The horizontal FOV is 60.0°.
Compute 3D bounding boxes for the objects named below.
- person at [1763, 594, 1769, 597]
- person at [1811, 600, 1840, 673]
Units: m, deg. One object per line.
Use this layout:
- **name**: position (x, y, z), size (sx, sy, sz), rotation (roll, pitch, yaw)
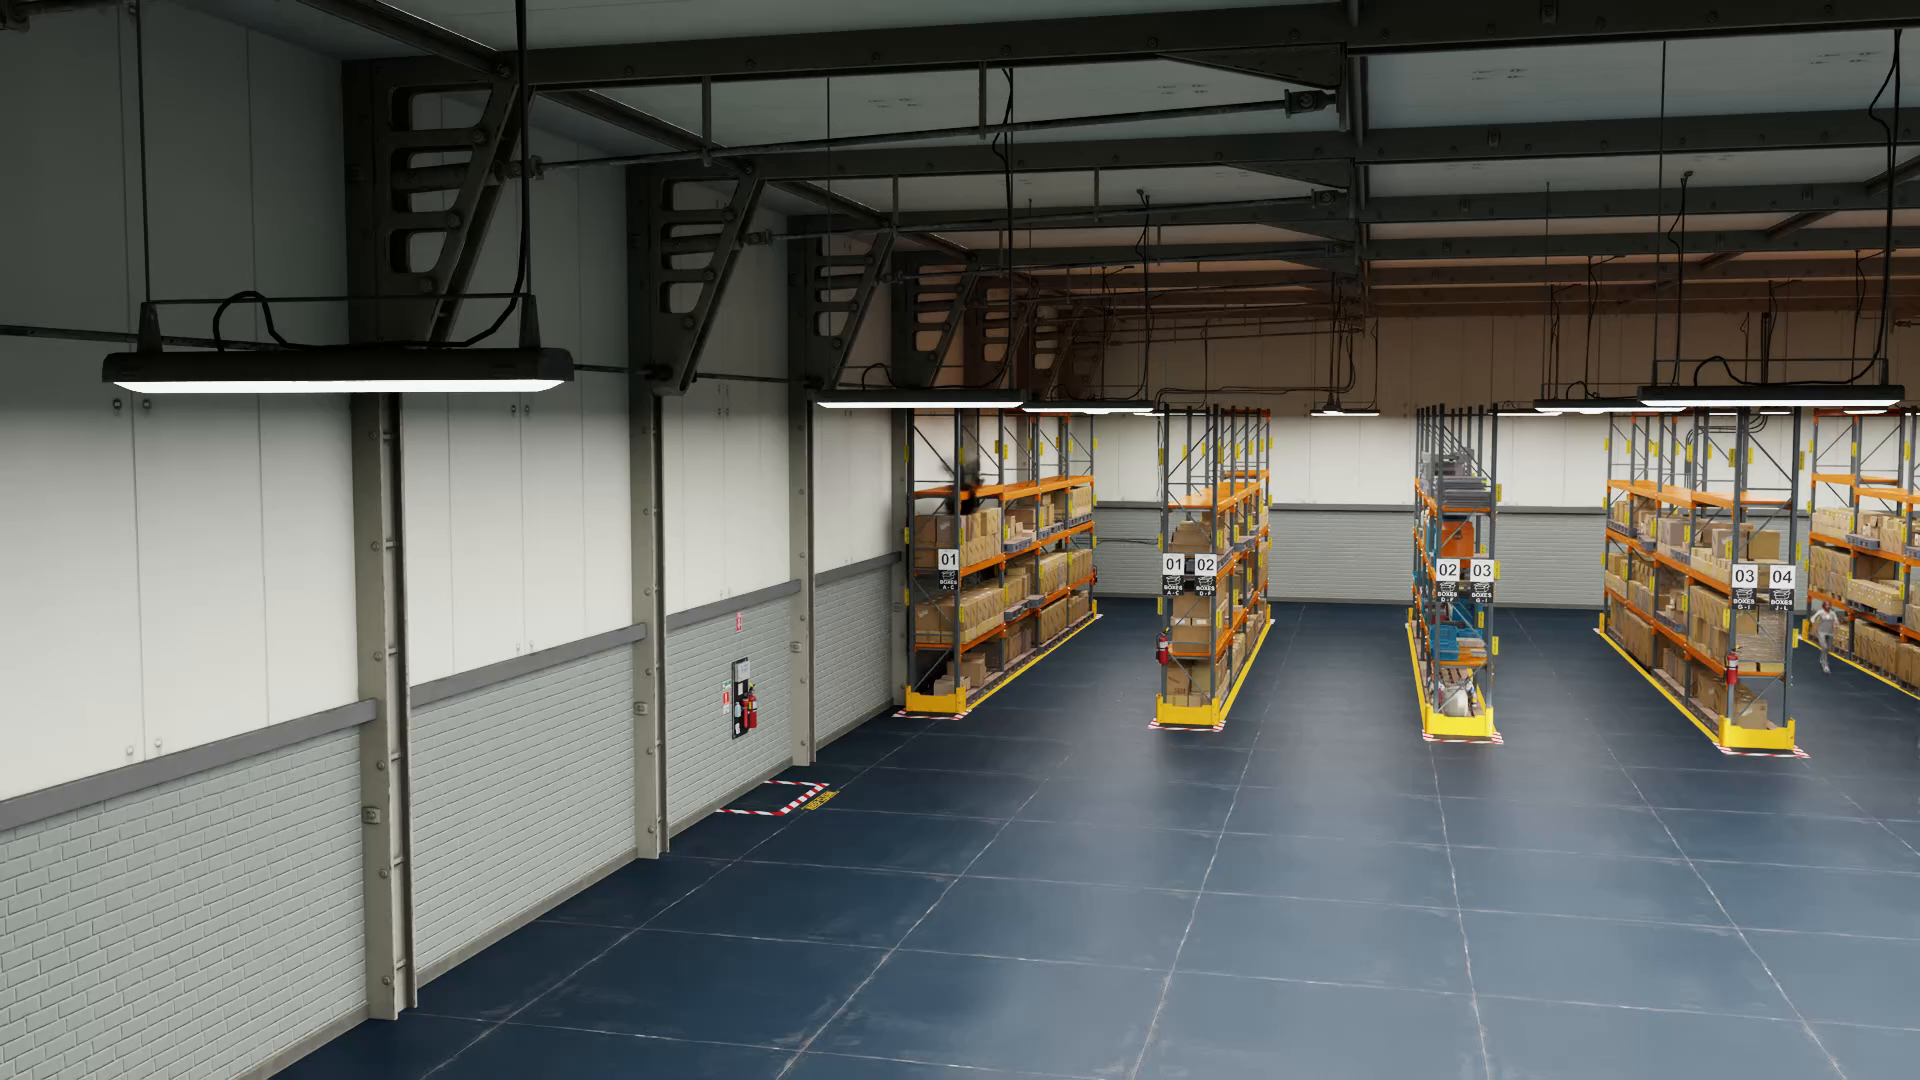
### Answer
- **person**: position (20.678, 1.764, 43.148), size (0.610, 1.701, 0.844), rotation (4, 6, 41)
- **person**: position (19.627, 2.157, 37.702), size (0.531, 1.596, 0.872), rotation (1, 4, 9)
